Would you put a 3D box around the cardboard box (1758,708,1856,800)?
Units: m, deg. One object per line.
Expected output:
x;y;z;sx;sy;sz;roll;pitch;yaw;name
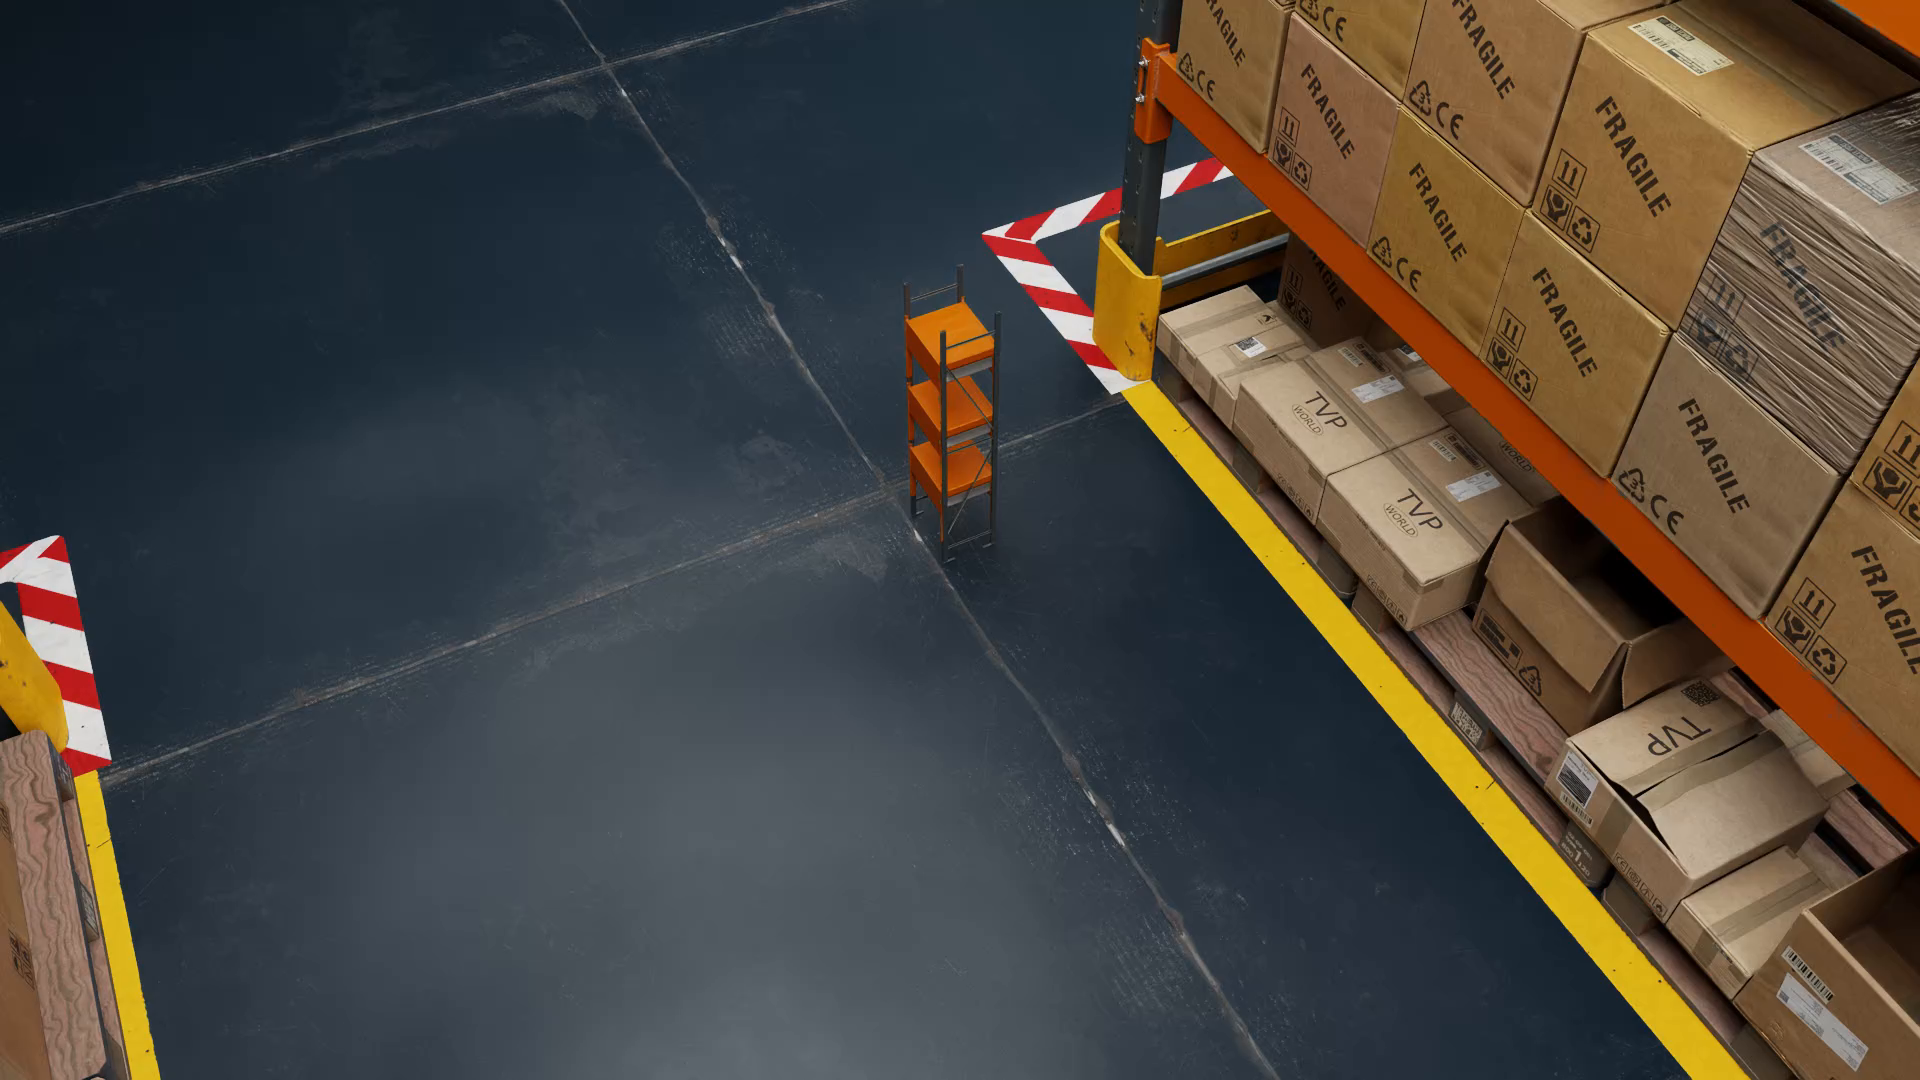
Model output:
2.478;0.600;4.823;0.380;0.166;0.250;-21;52;-18;cardboard box

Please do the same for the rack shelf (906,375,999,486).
-0.024;-0.374;5.394;0.215;0.259;0.240;-21;52;-18;rack shelf

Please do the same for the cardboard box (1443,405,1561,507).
1.928;-0.249;5.509;0.500;0.250;0.500;-21;52;-18;cardboard box

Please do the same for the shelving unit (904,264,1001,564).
-0.024;-0.381;5.386;0.215;1.050;0.252;-21;52;-18;shelving unit

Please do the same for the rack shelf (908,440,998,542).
-0.024;-0.192;5.603;0.215;0.259;0.240;-21;52;-18;rack shelf

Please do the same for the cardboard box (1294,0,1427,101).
1.267;-1.562;4.392;0.500;0.500;0.500;-21;52;-17;cardboard box

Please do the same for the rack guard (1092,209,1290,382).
1.087;-1.061;6.346;1.175;0.500;0.348;-21;52;-18;rack guard

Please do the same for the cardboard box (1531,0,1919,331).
1.724;-0.885;3.801;0.500;0.500;0.500;-22;52;-18;cardboard box

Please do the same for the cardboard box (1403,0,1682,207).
1.491;-1.225;4.098;0.500;0.500;0.500;-21;52;-17;cardboard box

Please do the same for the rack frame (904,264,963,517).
-0.080;-0.463;5.458;0.200;1.050;0.008;-21;52;-18;rack frame

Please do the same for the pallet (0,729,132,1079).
-2.915;1.200;4.560;1.003;0.211;1.213;-21;52;-18;pallet

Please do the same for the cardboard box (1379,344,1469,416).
1.625;-0.565;5.842;0.380;0.166;0.250;-21;52;-18;cardboard box

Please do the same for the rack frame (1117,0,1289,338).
1.052;-1.935;5.449;1.000;3.000;0.127;-21;52;-18;rack frame

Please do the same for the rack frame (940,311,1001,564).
0.031;-0.300;5.315;0.200;1.050;0.008;-21;52;-18;rack frame

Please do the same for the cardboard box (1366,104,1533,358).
1.488;-0.899;4.477;0.500;0.500;0.500;-21;52;-18;cardboard box

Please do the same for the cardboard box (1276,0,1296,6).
1.021;-1.909;4.696;0.500;0.500;0.500;-20;52;-16;cardboard box

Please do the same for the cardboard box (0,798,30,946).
-2.942;0.893;4.358;0.700;0.500;0.500;-21;52;-18;cardboard box

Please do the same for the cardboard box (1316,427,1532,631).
1.506;-0.043;5.329;0.500;0.250;0.500;-21;52;-18;cardboard box

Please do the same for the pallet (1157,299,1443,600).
1.452;-0.432;5.988;1.003;0.211;1.213;-21;52;-18;pallet

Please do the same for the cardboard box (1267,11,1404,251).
1.261;-1.236;4.772;0.500;0.500;0.500;-22;52;-18;cardboard box

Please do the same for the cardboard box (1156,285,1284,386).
0.938;-0.742;6.008;0.380;0.149;0.250;-21;52;-18;cardboard box

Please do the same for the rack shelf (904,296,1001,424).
-0.024;-0.561;5.181;0.215;0.259;0.240;-21;52;-18;rack shelf

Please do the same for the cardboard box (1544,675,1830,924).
2.026;0.697;4.641;0.500;0.311;0.500;-21;52;-18;cardboard box

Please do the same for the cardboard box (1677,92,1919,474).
1.953;-0.548;3.506;0.500;0.500;0.500;-21;52;-17;cardboard box

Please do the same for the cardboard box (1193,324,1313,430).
1.052;-0.581;5.855;0.380;0.166;0.250;-21;52;-18;cardboard box

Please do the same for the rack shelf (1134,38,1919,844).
1.967;-0.359;4.549;1.077;0.370;4.000;-21;52;-18;rack shelf
